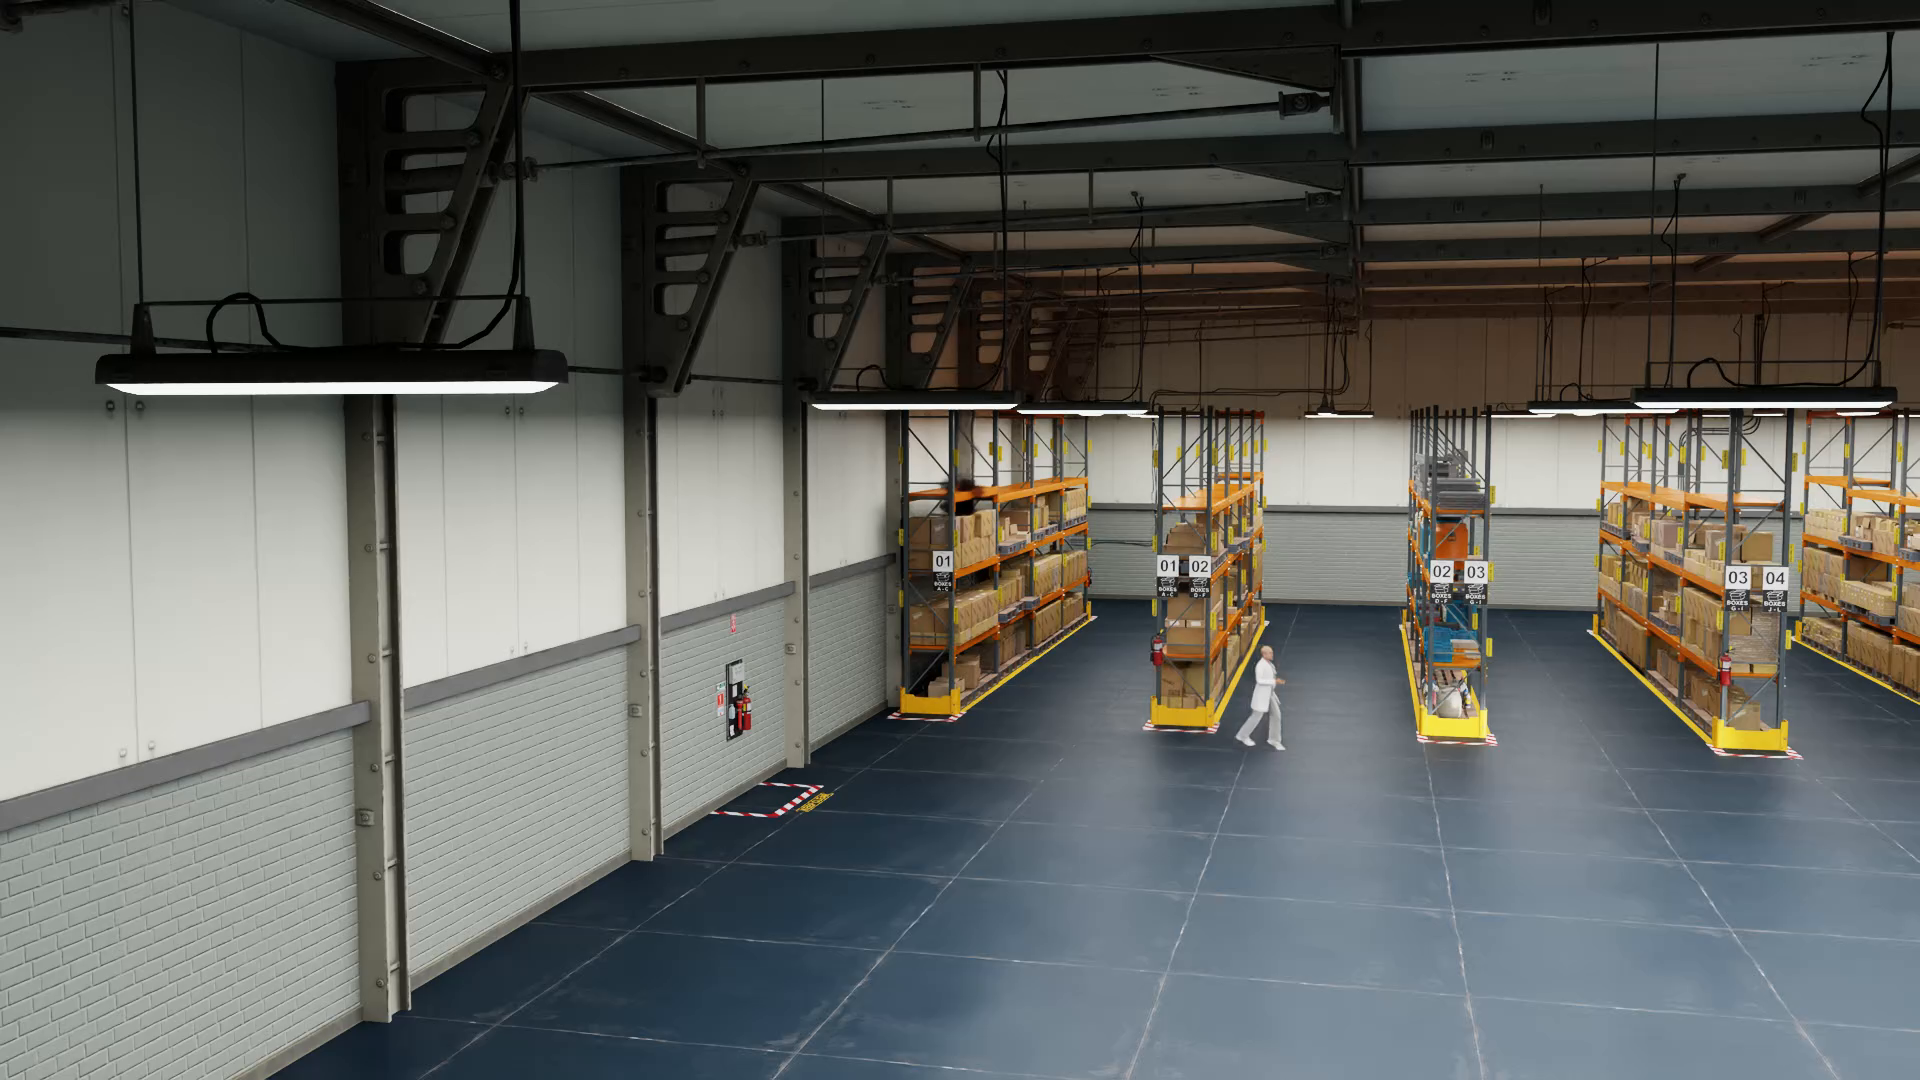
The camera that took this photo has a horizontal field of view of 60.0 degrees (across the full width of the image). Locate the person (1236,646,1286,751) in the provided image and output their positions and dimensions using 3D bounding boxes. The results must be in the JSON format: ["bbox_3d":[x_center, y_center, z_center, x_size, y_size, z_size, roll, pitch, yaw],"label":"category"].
[{"bbox_3d":[5.277,2.770,28.996,0.936,1.826,0.661,3,5,34],"label":"person"}]
